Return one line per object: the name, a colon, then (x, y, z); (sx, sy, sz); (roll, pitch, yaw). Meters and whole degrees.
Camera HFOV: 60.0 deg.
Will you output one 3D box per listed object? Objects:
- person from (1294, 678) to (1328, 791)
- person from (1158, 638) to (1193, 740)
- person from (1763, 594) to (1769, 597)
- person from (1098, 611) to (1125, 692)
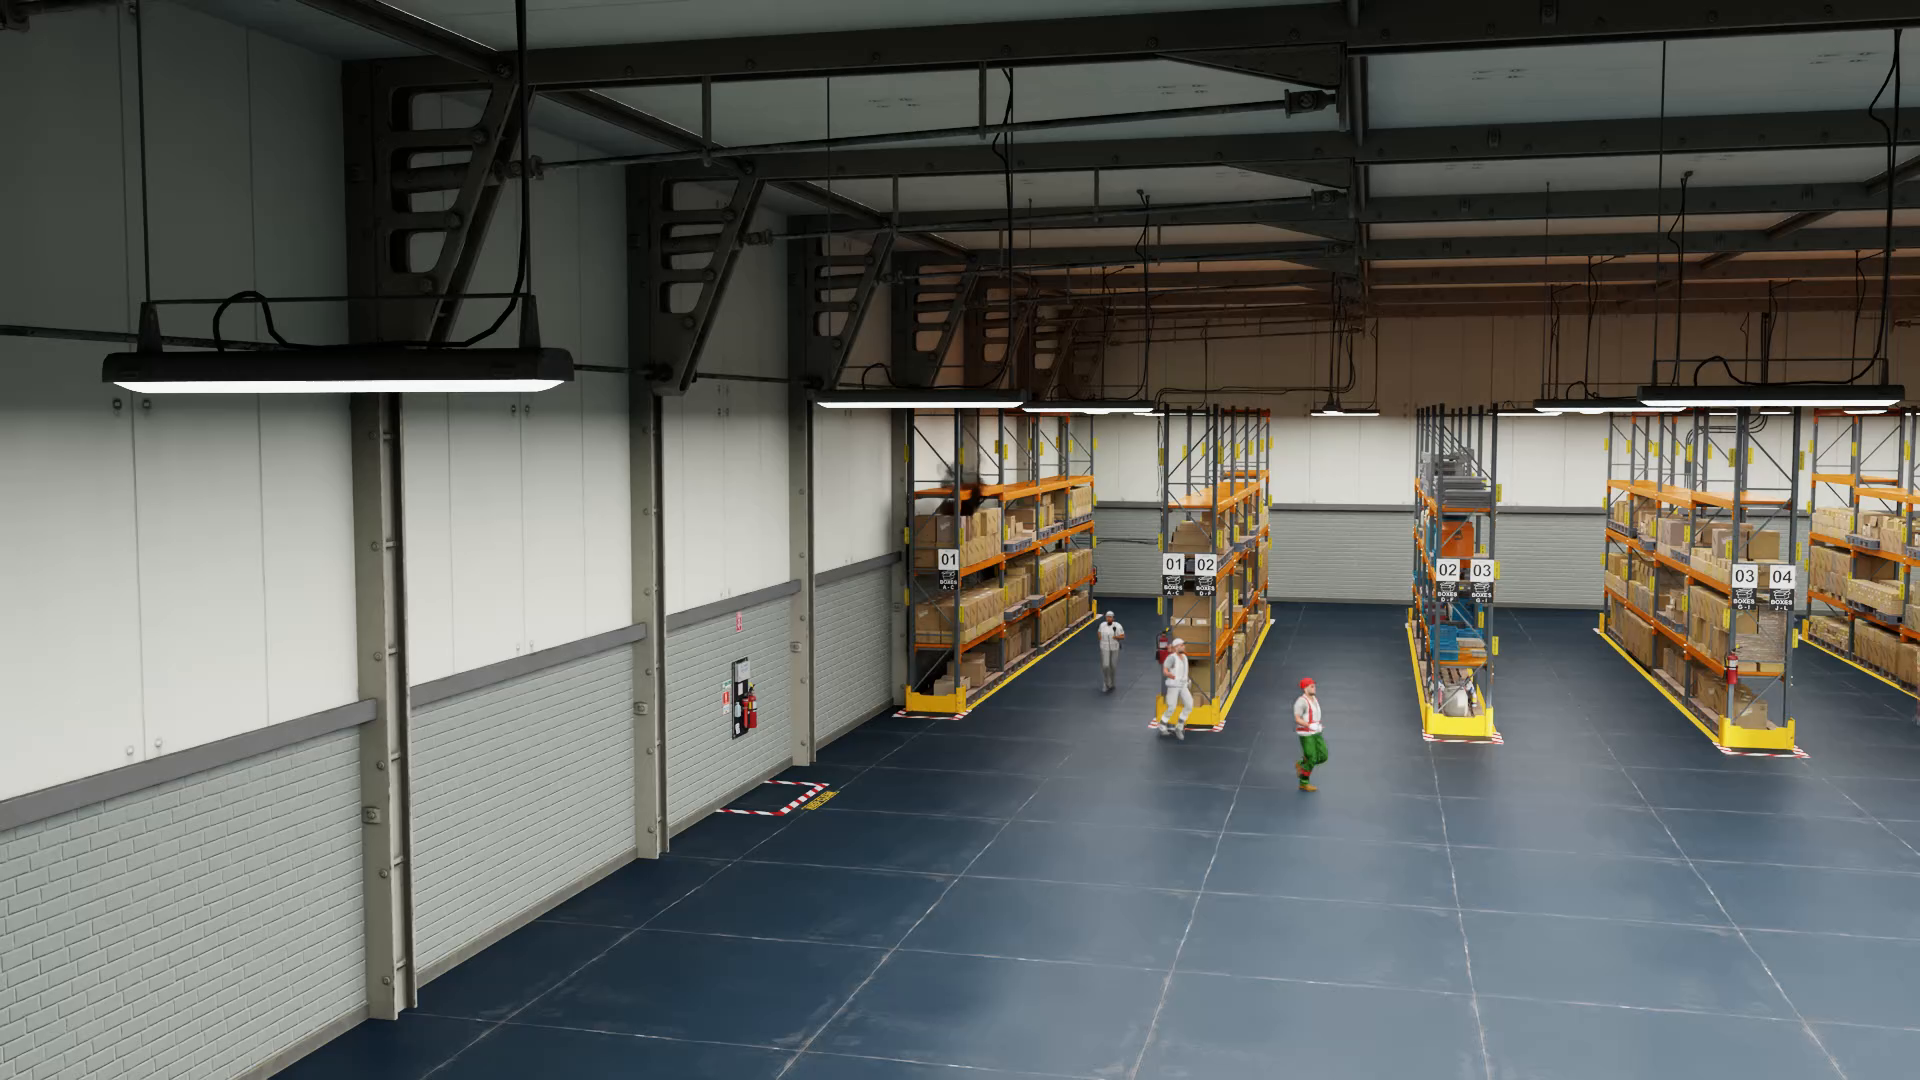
person: (5.392, 2.989, 25.632); (0.594, 1.742, 0.655); (4, 5, 40)
person: (3.904, 2.652, 29.785); (0.679, 1.779, 0.637); (-3, 5, -35)
person: (21.047, 1.670, 43.965); (0.726, 1.704, 0.915); (4, 6, 45)
person: (3.195, 2.364, 35.084); (0.574, 1.728, 0.740); (1, 4, 7)
